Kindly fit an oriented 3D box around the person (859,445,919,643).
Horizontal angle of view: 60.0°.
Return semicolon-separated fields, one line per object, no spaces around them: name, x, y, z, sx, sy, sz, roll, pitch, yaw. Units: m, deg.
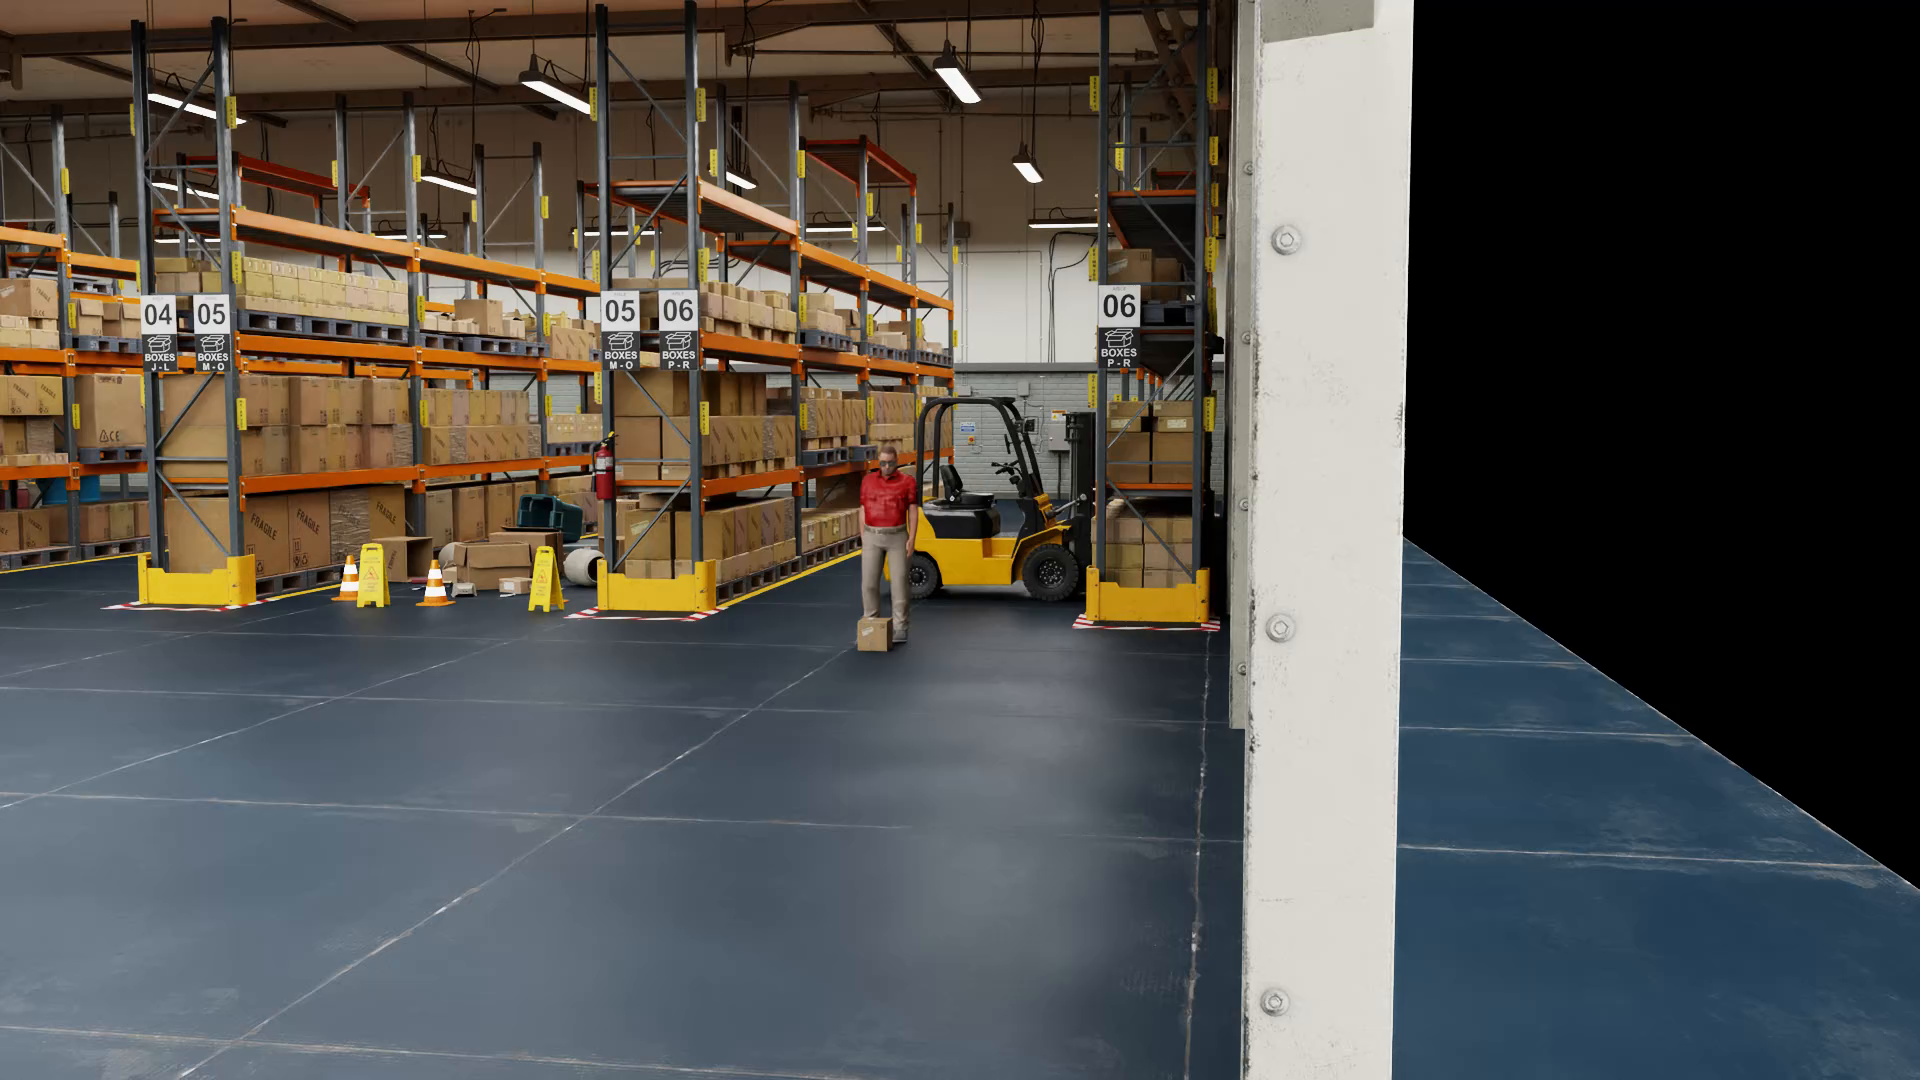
person;-0.623;0.031;14.464;0.534;1.717;0.357;1;4;10
